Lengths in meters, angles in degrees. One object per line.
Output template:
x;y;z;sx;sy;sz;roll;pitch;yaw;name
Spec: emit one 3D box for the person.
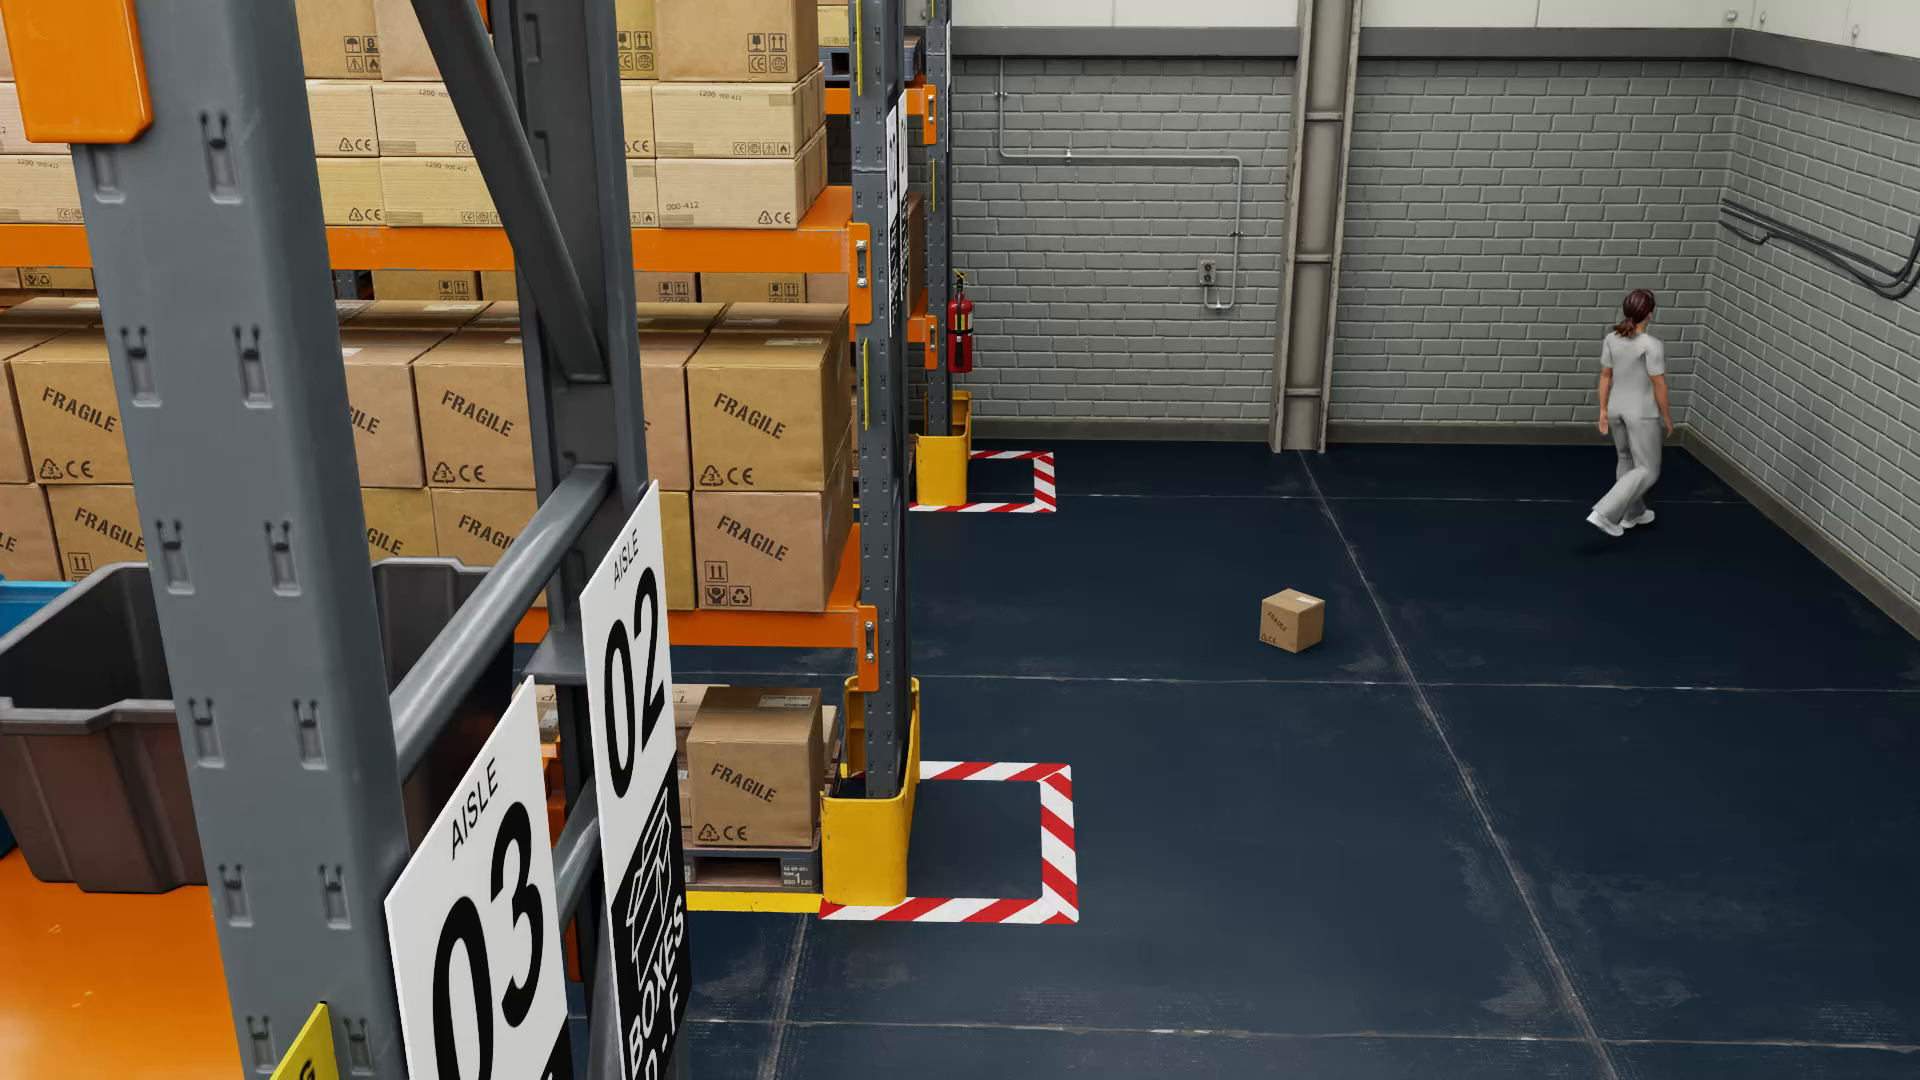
4.341;-0.808;10.690;0.835;1.643;0.440;-10;23;-24;person
